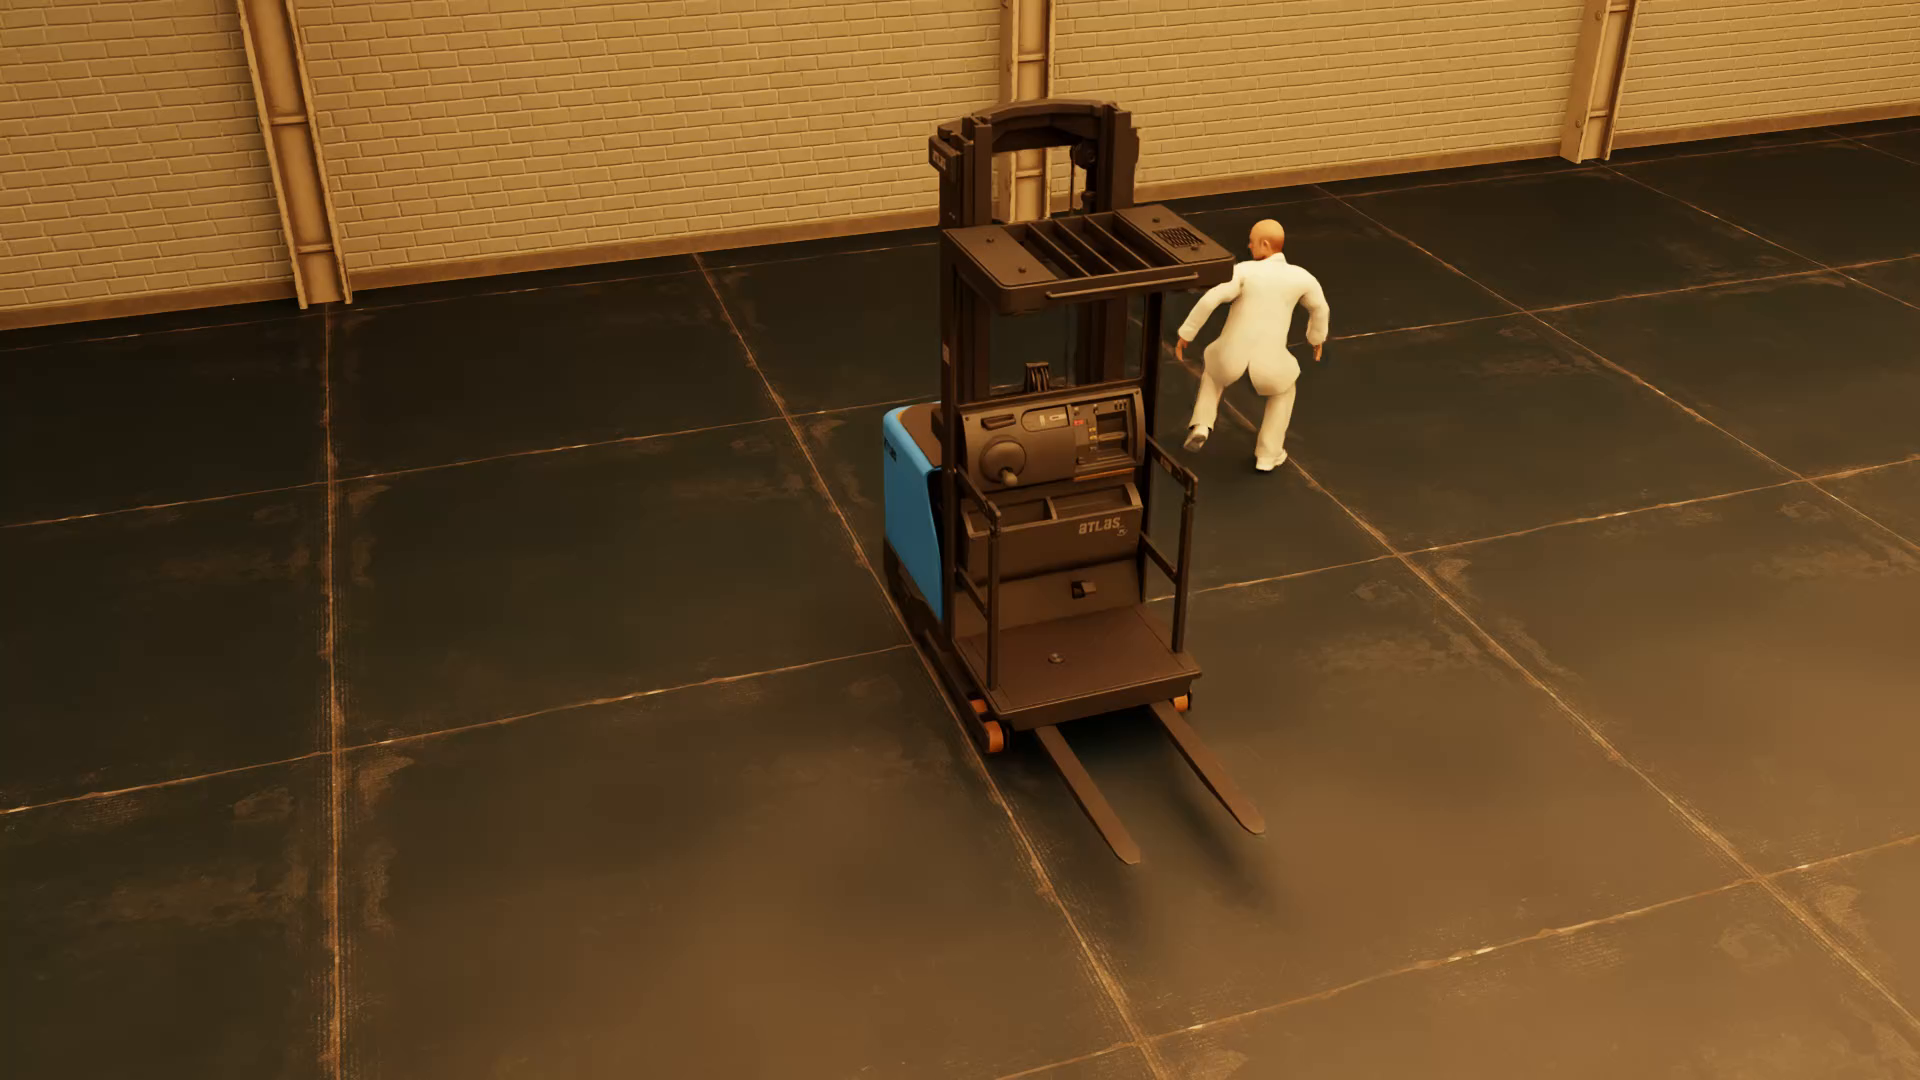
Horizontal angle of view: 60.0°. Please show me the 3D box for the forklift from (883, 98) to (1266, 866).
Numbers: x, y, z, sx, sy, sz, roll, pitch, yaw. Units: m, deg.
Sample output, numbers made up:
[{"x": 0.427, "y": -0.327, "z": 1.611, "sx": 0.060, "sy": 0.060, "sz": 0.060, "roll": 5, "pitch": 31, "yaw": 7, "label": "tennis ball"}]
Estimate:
[{"x": 0.532, "y": -0.447, "z": 7.864, "sx": 1.130, "sy": 2.935, "sz": 3.031, "roll": -10, "pitch": 31, "yaw": -17, "label": "forklift"}]

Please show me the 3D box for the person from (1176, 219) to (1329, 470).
[{"x": 1.843, "y": -1.219, "z": 10.514, "sx": 0.922, "sy": 1.669, "sz": 0.593, "roll": 6, "pitch": 30, "yaw": 10, "label": "person"}]
